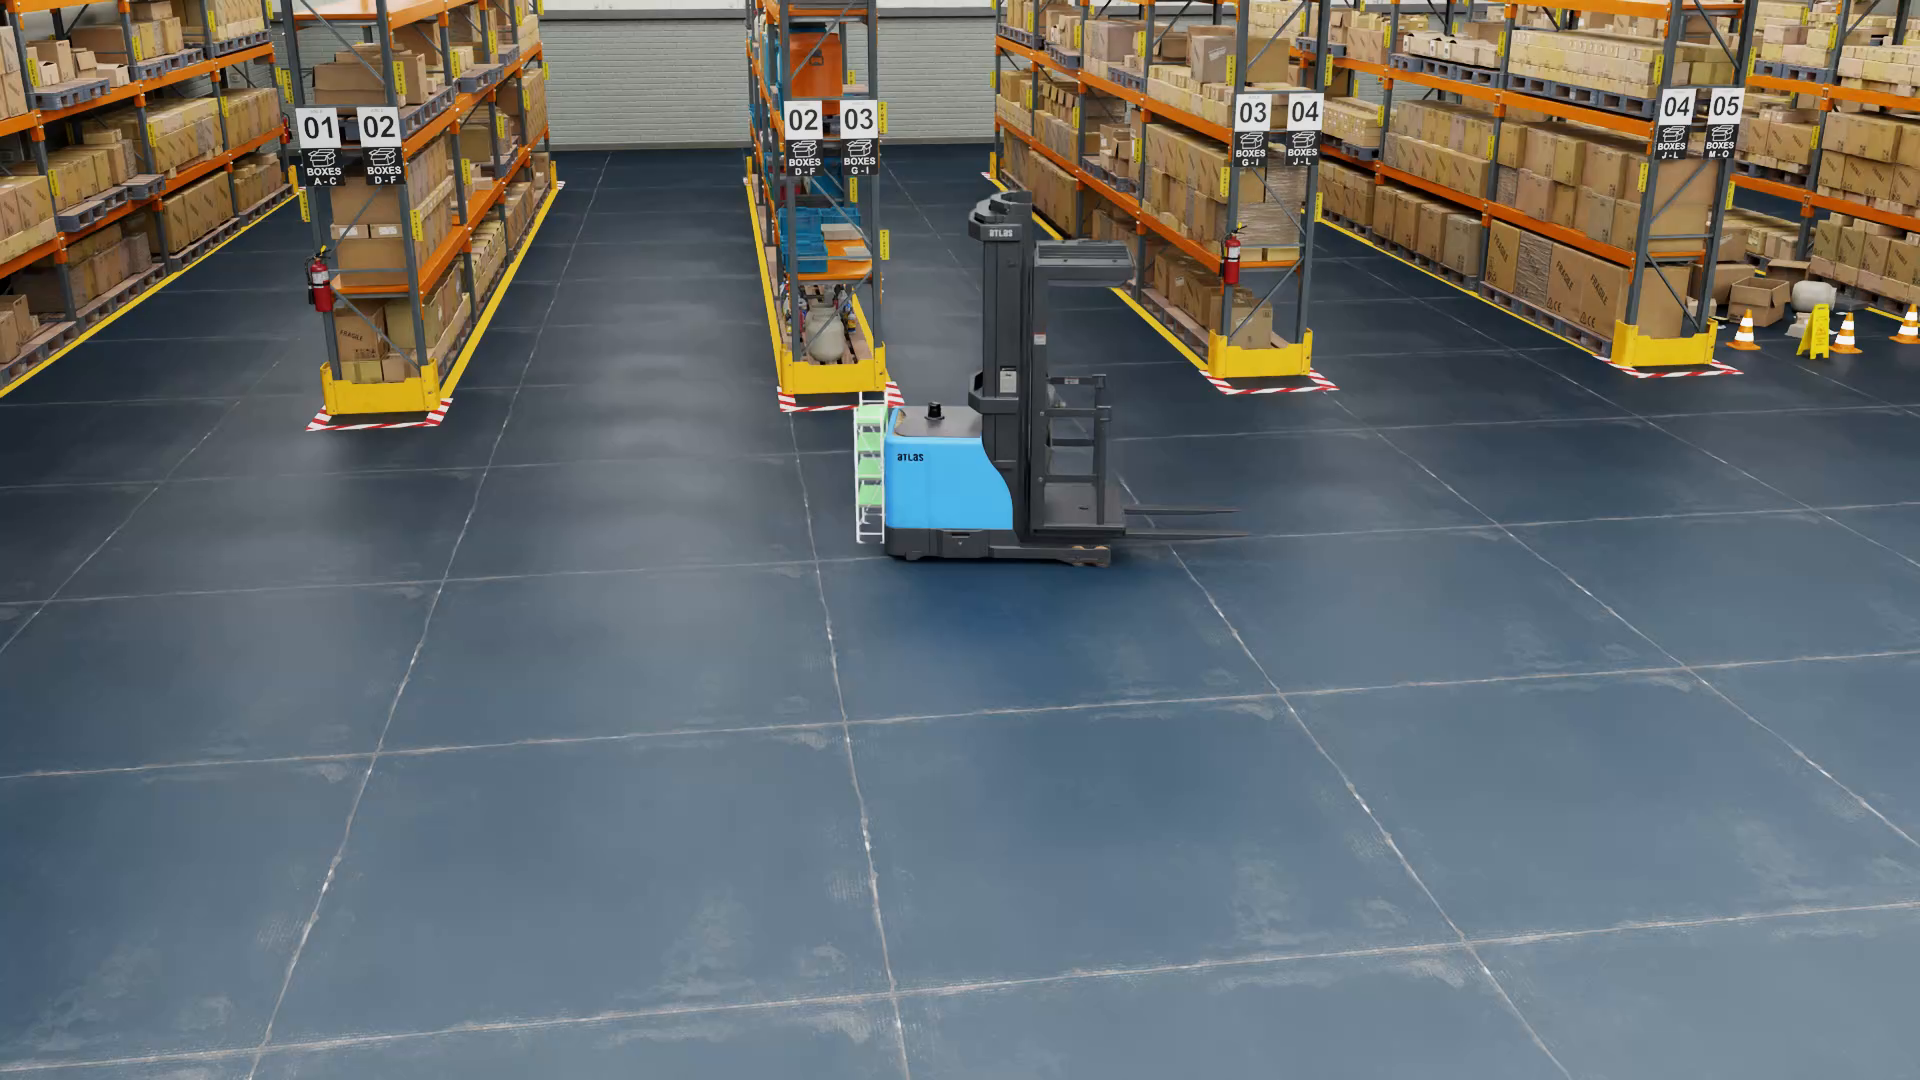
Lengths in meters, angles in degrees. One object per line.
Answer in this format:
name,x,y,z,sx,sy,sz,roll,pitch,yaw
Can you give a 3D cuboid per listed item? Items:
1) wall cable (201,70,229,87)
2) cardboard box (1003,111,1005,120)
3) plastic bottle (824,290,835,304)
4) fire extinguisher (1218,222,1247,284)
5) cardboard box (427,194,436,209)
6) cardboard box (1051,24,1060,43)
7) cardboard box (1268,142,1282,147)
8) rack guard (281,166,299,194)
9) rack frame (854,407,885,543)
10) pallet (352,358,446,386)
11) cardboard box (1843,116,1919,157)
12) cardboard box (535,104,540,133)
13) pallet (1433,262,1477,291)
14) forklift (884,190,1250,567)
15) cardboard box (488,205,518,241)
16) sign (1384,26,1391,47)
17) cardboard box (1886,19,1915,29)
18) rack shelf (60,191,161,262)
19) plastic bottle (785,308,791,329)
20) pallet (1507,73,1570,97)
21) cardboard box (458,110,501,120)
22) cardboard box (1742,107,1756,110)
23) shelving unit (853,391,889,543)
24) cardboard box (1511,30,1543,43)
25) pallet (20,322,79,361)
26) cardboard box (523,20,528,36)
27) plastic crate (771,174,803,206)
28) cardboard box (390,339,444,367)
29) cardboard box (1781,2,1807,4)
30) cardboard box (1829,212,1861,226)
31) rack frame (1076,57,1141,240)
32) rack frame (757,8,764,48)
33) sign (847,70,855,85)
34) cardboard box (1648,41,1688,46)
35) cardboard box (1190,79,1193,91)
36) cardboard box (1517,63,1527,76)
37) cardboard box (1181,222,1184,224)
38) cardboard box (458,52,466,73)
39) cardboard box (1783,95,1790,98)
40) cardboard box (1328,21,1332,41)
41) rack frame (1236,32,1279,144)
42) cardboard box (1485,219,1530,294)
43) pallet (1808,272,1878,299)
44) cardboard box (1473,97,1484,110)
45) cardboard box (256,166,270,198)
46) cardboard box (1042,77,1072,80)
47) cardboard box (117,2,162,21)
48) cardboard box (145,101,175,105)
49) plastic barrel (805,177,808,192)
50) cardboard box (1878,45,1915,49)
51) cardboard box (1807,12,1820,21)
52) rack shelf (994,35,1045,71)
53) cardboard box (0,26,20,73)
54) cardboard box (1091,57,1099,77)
wall cable,-14.610,-9.009,32.672,0.084,1.984,1.851,-3,21,-8
cardboard box,1.055,-8.362,32.751,0.380,0.149,0.250,-3,21,-9
plastic bottle,-1.693,-3.121,21.625,0.152,0.276,0.135,-3,21,-8
fire extinguisher,3.082,-3.248,18.810,0.296,0.674,0.183,-3,21,-8
cardboard box,-6.384,-3.970,19.562,0.380,0.149,0.250,-2,21,-6
cardboard box,1.861,-8.678,28.477,0.500,0.311,0.500,-4,21,-10
cardboard box,3.574,-4.552,20.195,0.500,0.500,0.500,-3,21,-8
rack guard,-13.493,-6.975,32.250,1.175,0.500,0.348,-3,21,-8
rack frame,-0.761,-0.538,14.016,0.240,1.200,0.015,1,20,2
pallet,-6.433,-1.805,18.822,1.003,0.211,1.213,-3,21,-8
cardboard box,12.653,-5.545,22.853,0.700,0.500,0.500,-3,21,-7
cardboard box,-8.037,-7.767,30.656,0.500,0.500,0.500,-3,21,-9
pallet,7.682,-3.904,24.442,1.003,0.211,1.213,-3,21,-8
forklift,0.902,-1.343,13.697,3.031,2.935,1.130,1,20,2
cardboard box,-7.299,-5.007,26.352,0.500,0.500,0.500,-4,21,-10
sign,6.754,-7.953,26.271,0.100,0.325,0.005,-3,21,-8
cardboard box,16.557,-9.083,29.254,0.380,0.149,0.250,-3,21,-8
rack shelf,-12.048,-4.338,22.646,1.077,0.370,4.000,-3,21,-8
plastic bottle,-2.087,-2.730,20.576,0.152,0.276,0.135,-3,21,-7
pallet,7.976,-6.027,21.980,1.003,0.211,1.213,-3,21,-8
cardboard box,-8.002,-6.837,27.566,0.700,0.500,0.500,0,20,1
cardboard box,12.601,-6.678,26.715,0.500,0.500,0.500,-3,21,-9
shelving unit,-0.752,-0.623,14.244,0.258,1.200,0.503,1,20,2
cardboard box,7.584,-6.709,22.155,0.380,0.149,0.250,-3,21,-7
pallet,-11.628,-2.446,20.536,1.003,0.211,1.213,-3,21,-8
cardboard box,-7.970,-9.100,29.581,0.500,0.250,0.500,-3,21,-8
plastic crate,-2.328,-4.664,22.401,0.402,0.464,0.583,-3,21,-8
cardboard box,-6.214,-2.127,19.029,0.500,0.250,0.500,-3,21,-8
cardboard box,16.557,-10.502,32.909,0.500,0.250,0.500,-3,21,-8
cardboard box,12.528,-4.532,23.467,0.380,0.149,0.250,-3,21,-7
rack frame,2.369,-6.117,26.381,1.000,3.000,0.127,-3,21,-8
rack frame,-2.532,-8.678,24.663,1.000,3.000,0.127,-3,21,-8
sign,-1.410,-5.916,21.542,0.100,0.325,0.005,-3,21,-8
cardboard box,8.566,-5.951,20.125,0.380,0.149,0.250,-3,21,-9
cardboard box,2.999,-5.497,20.079,0.380,0.149,0.250,-4,21,-11
cardboard box,7.623,-6.246,22.054,0.380,0.149,0.250,-3,21,-8
cardboard box,2.989,-3.922,20.863,0.380,0.149,0.250,-3,21,-8
cardboard box,-7.149,-6.617,23.046,0.500,0.250,0.500,-3,21,-9
cardboard box,16.627,-8.681,33.035,0.500,0.250,0.500,-3,21,-8
cardboard box,6.634,-8.962,29.238,0.500,0.311,0.500,-3,21,-9
rack frame,6.138,-9.102,34.373,1.000,3.000,0.127,-3,21,-8
cardboard box,7.889,-3.927,22.955,0.875,0.875,0.875,-3,21,-7
pallet,12.884,-3.695,23.881,1.003,0.211,1.213,-3,21,-8
cardboard box,10.908,-9.079,34.169,0.500,0.500,0.500,-3,21,-9
cardboard box,-13.144,-6.578,30.589,0.700,0.500,0.500,-4,21,-10
cardboard box,1.833,-8.452,31.350,0.500,0.500,0.500,-4,21,-9
cardboard box,-12.821,-8.260,25.989,0.500,0.250,0.500,-4,21,-9
cardboard box,-13.022,-6.946,26.933,0.500,0.250,0.500,-3,21,-7
plastic barrel,-1.983,-5.142,23.577,0.433,0.535,0.433,0,20,0
cardboard box,13.014,-6.794,23.127,0.380,0.149,0.250,-2,21,-7
cardboard box,16.119,-9.798,31.141,0.380,0.149,0.250,-2,21,-6
rack shelf,1.504,-9.263,31.544,1.077,0.370,4.000,-3,21,-8
cardboard box,-11.419,-5.753,19.518,0.500,0.500,0.500,-5,21,-12
cardboard box,2.258,-7.099,24.937,0.500,0.250,0.500,-2,21,-6
